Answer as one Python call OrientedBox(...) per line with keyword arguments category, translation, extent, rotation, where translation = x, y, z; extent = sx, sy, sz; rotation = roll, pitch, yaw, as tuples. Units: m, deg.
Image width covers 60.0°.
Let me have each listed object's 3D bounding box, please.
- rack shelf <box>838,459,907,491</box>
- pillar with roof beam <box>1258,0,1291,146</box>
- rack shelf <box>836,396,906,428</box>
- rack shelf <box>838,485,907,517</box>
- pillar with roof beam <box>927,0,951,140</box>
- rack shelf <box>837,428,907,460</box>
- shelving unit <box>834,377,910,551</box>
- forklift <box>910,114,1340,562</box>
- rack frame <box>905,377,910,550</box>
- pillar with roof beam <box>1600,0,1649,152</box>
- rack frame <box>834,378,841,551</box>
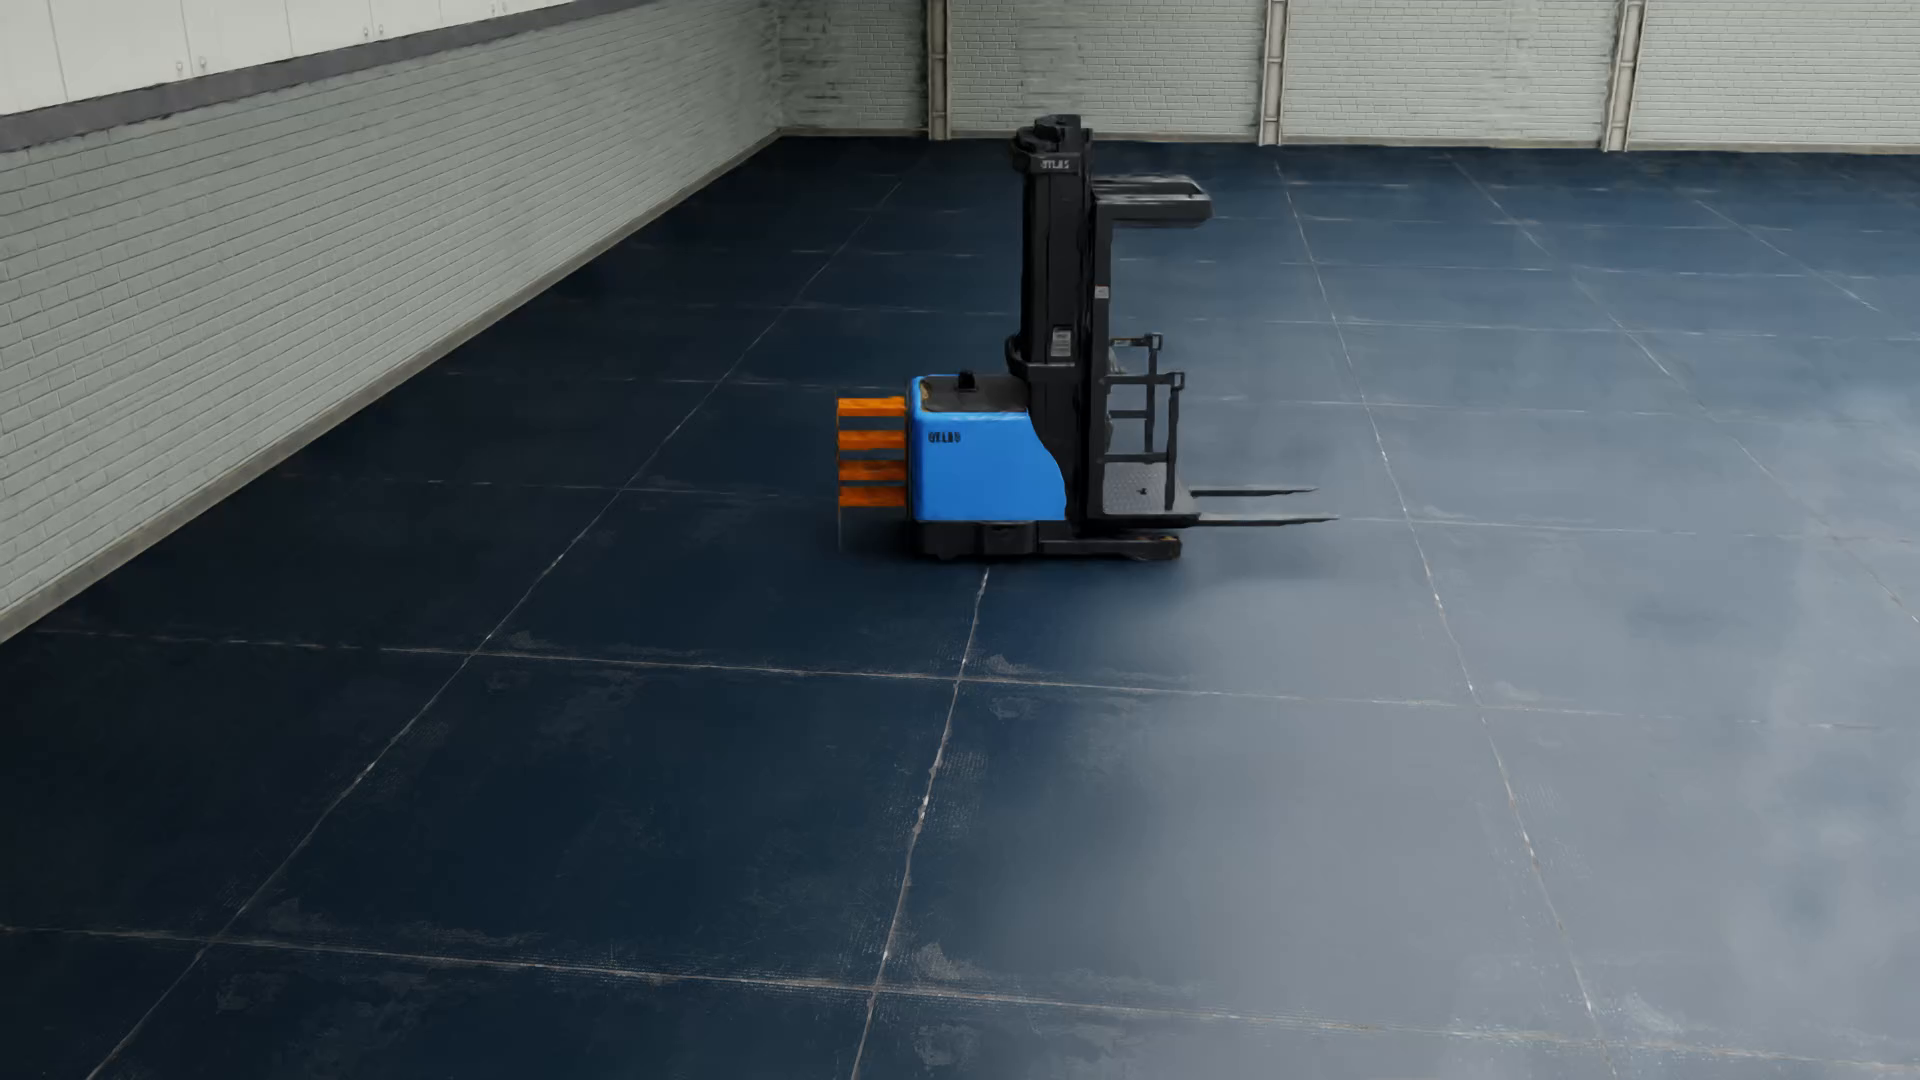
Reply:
OrientedBox(category="rack shelf", translation=(-0.614, -0.462, 11.687), extent=(0.480, 0.148, 0.258), rotation=(-1, 22, -2))
OrientedBox(category="pillar with roof beam", translation=(5.078, -9.755, 24.401), extent=(0.400, 9.000, 9.100), rotation=(2, 22, 6))
OrientedBox(category="rack shelf", translation=(-0.614, -0.890, 11.518), extent=(0.480, 0.148, 0.258), rotation=(-1, 22, -2))
OrientedBox(category="rack shelf", translation=(-0.614, -0.278, 11.760), extent=(0.480, 0.148, 0.258), rotation=(-1, 22, -2))
OrientedBox(category="pillar with roof beam", translation=(-0.880, -10.014, 25.058), extent=(0.400, 9.000, 9.100), rotation=(2, 22, 6))
OrientedBox(category="rack shelf", translation=(-0.614, -0.670, 11.605), extent=(0.480, 0.148, 0.258), rotation=(-1, 22, -2))
OrientedBox(category="shelving unit", translation=(-0.614, -0.525, 11.663), extent=(0.503, 1.200, 0.258), rotation=(-1, 22, -2))
OrientedBox(category="forklift", translation=(1.159, -1.408, 11.542), extent=(3.031, 2.935, 1.130), rotation=(-1, 22, -2))
OrientedBox(category="rack frame", translation=(-0.370, -0.529, 11.672), extent=(0.015, 1.200, 0.240), rotation=(-1, 22, -2))
OrientedBox(category="pillar with roof beam", translation=(11.037, -9.495, 23.744), extent=(0.400, 9.000, 9.100), rotation=(2, 22, 6))
OrientedBox(category="rack frame", translation=(-0.858, -0.521, 11.653), extent=(0.015, 1.200, 0.240), rotation=(-1, 22, -2))
